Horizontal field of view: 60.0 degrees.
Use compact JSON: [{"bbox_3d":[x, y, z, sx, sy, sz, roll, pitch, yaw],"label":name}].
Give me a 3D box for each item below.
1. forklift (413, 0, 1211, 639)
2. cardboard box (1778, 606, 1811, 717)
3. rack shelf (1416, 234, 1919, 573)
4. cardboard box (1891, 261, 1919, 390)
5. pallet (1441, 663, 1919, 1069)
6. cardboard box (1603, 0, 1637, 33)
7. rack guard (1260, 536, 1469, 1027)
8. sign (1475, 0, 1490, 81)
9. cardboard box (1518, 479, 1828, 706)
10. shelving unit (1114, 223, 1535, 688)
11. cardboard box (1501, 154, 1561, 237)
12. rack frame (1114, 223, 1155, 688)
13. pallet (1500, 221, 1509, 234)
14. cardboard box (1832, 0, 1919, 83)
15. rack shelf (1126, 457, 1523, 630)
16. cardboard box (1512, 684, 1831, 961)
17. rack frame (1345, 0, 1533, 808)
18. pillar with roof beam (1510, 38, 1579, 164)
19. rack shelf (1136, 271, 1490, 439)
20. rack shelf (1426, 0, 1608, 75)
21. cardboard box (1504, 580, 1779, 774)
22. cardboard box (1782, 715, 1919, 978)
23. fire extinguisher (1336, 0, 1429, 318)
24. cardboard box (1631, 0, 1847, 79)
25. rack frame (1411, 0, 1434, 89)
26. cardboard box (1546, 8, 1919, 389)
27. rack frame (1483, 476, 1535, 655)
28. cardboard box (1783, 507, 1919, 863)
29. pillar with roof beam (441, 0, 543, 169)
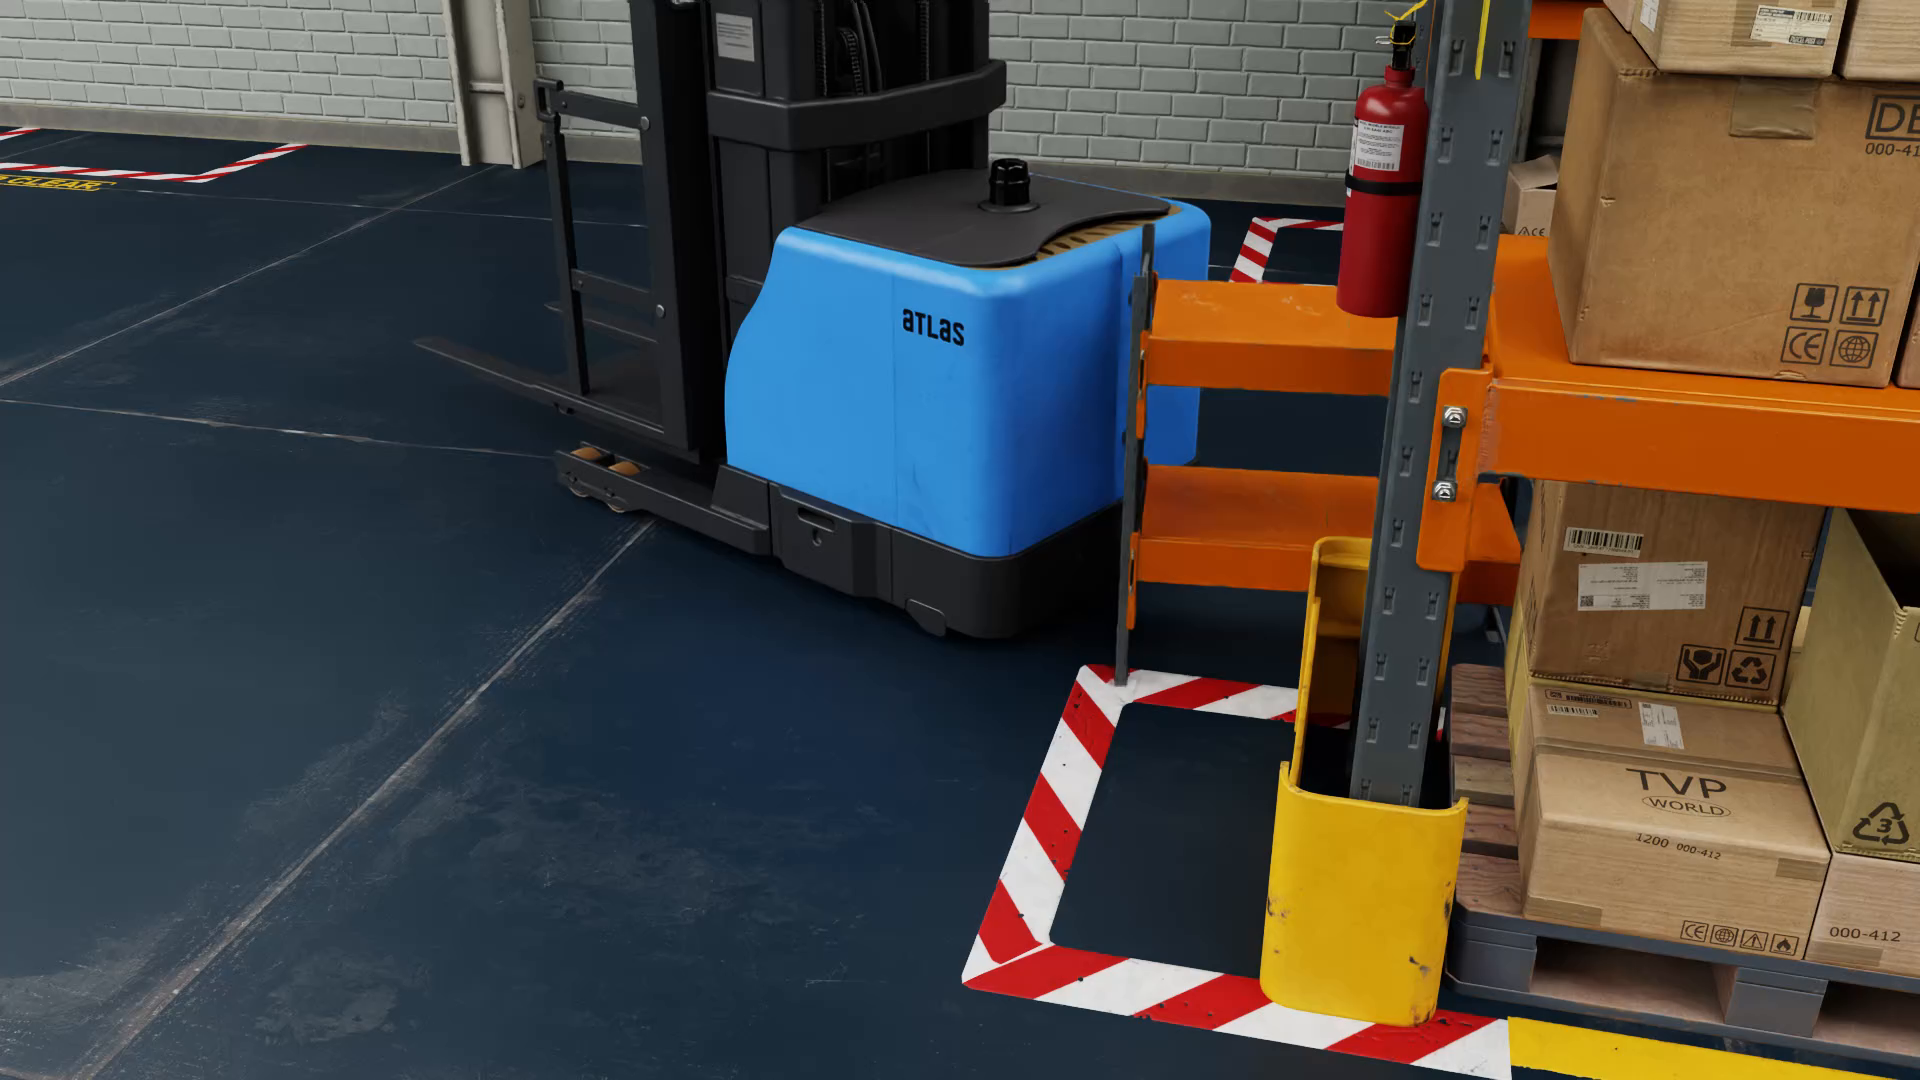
[{"bbox_3d":[-0.713,-1.564,5.125,3.031,2.935,1.130,20,32,36],"label":"forklift"},{"bbox_3d":[2.008,0.380,3.673,0.500,0.250,0.500,6,26,13],"label":"cardboard box"},{"bbox_3d":[2.864,-0.116,2.841,4.000,0.370,1.077,6,26,13],"label":"rack shelf"},{"bbox_3d":[1.886,-0.591,2.885,0.500,0.500,0.700,7,26,14],"label":"cardboard box"},{"bbox_3d":[1.678,0.668,3.600,1.213,0.211,1.003,6,26,13],"label":"pallet"},{"bbox_3d":[1.345,-1.031,3.056,0.250,0.149,0.380,6,26,12],"label":"cardboard box"},{"bbox_3d":[0.904,0.471,3.679,0.348,0.500,1.175,6,26,13],"label":"rack guard"},{"bbox_3d":[0.783,-0.851,2.449,0.005,0.325,0.100,6,26,13],"label":"sign"},{"bbox_3d":[1.521,-0.008,3.615,0.500,0.500,0.500,6,26,13],"label":"cardboard box"},{"bbox_3d":[0.966,-0.190,4.341,1.048,1.125,0.538,4,26,8],"label":"shelving unit"},{"bbox_3d":[2.805,-1.591,7.718,0.500,0.311,0.500,3,26,7],"label":"cardboard box"},{"bbox_3d":[0.463,-0.222,4.408,0.032,1.125,0.500,4,26,8],"label":"rack frame"},{"bbox_3d":[3.009,-1.349,7.837,1.213,0.211,1.003,6,26,13],"label":"pallet"},{"bbox_3d":[1.510,-0.834,2.642,0.250,0.149,0.380,6,26,12],"label":"cardboard box"},{"bbox_3d":[0.966,0.031,4.446,1.000,0.278,0.538,4,26,8],"label":"rack shelf"},{"bbox_3d":[1.391,0.547,3.322,0.500,0.250,0.500,6,26,13],"label":"cardboard box"},{"bbox_3d":[0.927,-0.655,3.136,0.127,3.000,1.000,6,26,13],"label":"rack frame"},{"bbox_3d":[1.979,-3.919,3.014,0.400,9.000,9.100,6,26,13],"label":"pillar with roof beam"},{"bbox_3d":[0.966,-0.455,4.215,1.000,0.278,0.538,4,26,8],"label":"rack shelf"},{"bbox_3d":[4.095,-2.179,7.174,4.000,0.370,1.077,6,26,13],"label":"rack shelf"},{"bbox_3d":[1.520,0.331,3.775,0.500,0.250,0.500,6,26,13],"label":"cardboard box"},{"bbox_3d":[1.877,0.599,3.213,0.500,0.250,0.500,6,26,13],"label":"cardboard box"},{"bbox_3d":[0.929,-0.826,3.585,0.183,0.674,0.296,6,26,13],"label":"fire extinguisher"},{"bbox_3d":[1.254,-0.861,2.699,0.250,0.149,0.380,6,26,13],"label":"cardboard box"},{"bbox_3d":[2.158,-2.718,7.469,0.127,3.000,1.000,6,26,13],"label":"rack frame"},{"bbox_3d":[1.376,-0.645,2.998,0.500,0.500,0.700,6,26,13],"label":"cardboard box"},{"bbox_3d":[1.469,-0.158,4.274,0.032,1.125,0.500,4,26,8],"label":"rack frame"},{"bbox_3d":[1.876,0.261,3.050,0.500,0.500,0.500,6,26,13],"label":"cardboard box"},{"bbox_3d":[-3.832,-4.562,4.363,0.400,9.000,9.100,6,26,13],"label":"pillar with roof beam"}]
